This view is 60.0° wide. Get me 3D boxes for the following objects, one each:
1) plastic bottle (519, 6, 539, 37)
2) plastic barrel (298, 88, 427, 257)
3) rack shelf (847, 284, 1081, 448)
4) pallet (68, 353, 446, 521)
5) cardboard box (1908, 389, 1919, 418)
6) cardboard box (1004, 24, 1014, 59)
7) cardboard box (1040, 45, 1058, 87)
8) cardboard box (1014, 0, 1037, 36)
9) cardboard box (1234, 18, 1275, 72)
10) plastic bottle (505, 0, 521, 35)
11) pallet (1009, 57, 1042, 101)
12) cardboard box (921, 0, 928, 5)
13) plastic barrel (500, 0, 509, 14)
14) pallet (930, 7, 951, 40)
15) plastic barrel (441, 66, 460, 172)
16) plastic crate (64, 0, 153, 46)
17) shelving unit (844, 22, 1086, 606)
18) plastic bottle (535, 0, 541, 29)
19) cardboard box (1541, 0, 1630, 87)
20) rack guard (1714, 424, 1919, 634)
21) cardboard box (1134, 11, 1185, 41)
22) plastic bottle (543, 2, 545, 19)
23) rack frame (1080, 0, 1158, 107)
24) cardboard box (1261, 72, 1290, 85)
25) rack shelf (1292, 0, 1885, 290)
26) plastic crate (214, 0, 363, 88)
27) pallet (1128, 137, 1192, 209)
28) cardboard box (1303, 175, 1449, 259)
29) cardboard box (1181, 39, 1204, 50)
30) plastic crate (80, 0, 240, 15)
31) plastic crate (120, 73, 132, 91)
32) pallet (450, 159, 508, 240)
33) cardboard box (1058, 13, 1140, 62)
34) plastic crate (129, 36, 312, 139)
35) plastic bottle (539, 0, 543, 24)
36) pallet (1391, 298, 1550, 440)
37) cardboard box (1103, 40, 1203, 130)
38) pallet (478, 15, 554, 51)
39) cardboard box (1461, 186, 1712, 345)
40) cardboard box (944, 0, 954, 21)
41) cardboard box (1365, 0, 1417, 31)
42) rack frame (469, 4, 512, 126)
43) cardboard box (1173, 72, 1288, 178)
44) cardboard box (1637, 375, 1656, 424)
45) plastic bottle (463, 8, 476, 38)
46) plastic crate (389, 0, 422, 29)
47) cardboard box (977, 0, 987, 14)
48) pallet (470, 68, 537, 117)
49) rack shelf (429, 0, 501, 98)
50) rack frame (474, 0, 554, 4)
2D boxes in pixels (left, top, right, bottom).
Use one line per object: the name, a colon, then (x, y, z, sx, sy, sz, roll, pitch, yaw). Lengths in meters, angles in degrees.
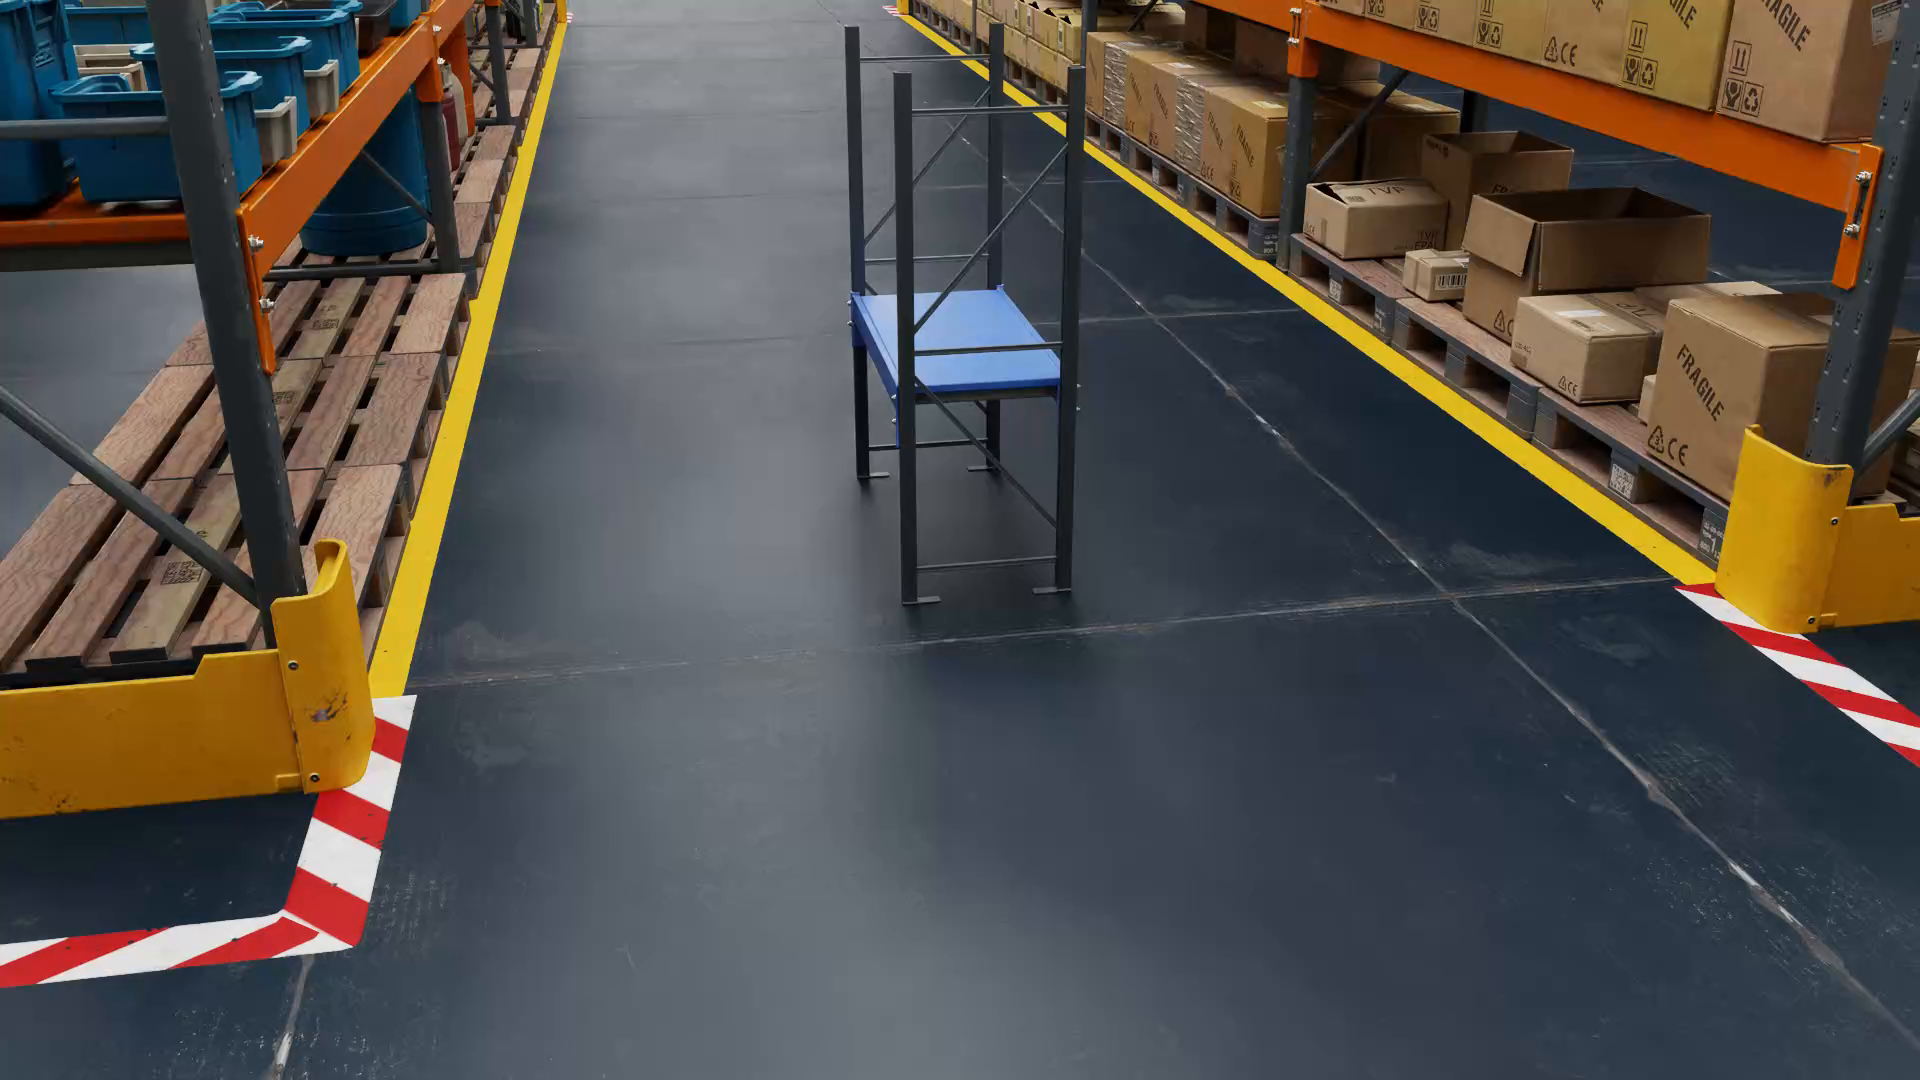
plastic bottle: (-3.968, -4.779, 15.298, 0.152, 0.276, 0.135, -3, 24, -8)
plastic barrel: (-2.858, -1.842, 7.817, 0.600, 0.901, 0.708, -4, 24, -10)
rack shelf: (-0.016, -0.556, 5.099, 0.538, 0.185, 1.000, -4, 24, -10)
pallet: (-2.371, -0.351, 5.790, 1.003, 0.211, 1.213, -4, 24, -10)
cardboard box: (3.048, -0.379, 5.361, 0.380, 0.166, 0.250, -4, 24, -10)
cardboard box: (0.638, -4.259, 14.164, 0.500, 0.250, 0.500, -5, 24, -11)
cardboard box: (0.919, -3.658, 12.789, 0.500, 0.250, 0.500, -5, 24, -10)
cardboard box: (0.732, -4.312, 13.585, 0.500, 0.311, 0.500, -4, 24, -8)
cardboard box: (1.966, -2.960, 9.916, 0.500, 0.250, 0.500, -5, 24, -11)
plastic bottle: (-4.136, -4.868, 15.408, 0.144, 0.351, 0.185, -4, 24, -10)
pallet: (1.019, -3.862, 13.829, 1.003, 0.211, 1.213, -4, 24, -10)
cardboard box: (-0.148, -5.990, 18.128, 0.500, 0.250, 0.500, -4, 24, -10)
plastic barrel: (-4.704, -5.718, 17.178, 0.421, 0.512, 0.421, 0, 24, 0)
pallet: (0.280, -5.427, 17.412, 1.003, 0.211, 1.213, -4, 24, -10)
plastic barrel: (-3.198, -2.421, 9.535, 0.600, 0.588, 0.708, -4, 24, -10)
plastic crate: (-2.666, -1.562, 5.214, 0.416, 0.233, 0.300, -4, 24, -10)
shelving unit: (-0.016, -0.721, 5.027, 0.538, 1.500, 1.048, -4, 24, -10)
plastic bottle: (-4.019, -4.990, 15.772, 0.061, 0.283, 0.133, -3, 24, -7)
cardboard box: (2.298, -1.790, 5.476, 0.500, 0.500, 0.500, -4, 24, -9)
rack guard: (2.820, -0.072, 4.791, 1.175, 0.500, 0.348, -4, 24, -10)
cardboard box: (1.547, -3.752, 12.302, 0.500, 0.311, 0.500, -4, 24, -8)
plastic bottle: (-4.183, -5.338, 16.569, 0.061, 0.283, 0.133, -4, 24, -8)
rack frame: (1.355, -4.335, 11.427, 1.000, 3.000, 0.127, -4, 24, -10)
cardboard box: (2.050, -2.432, 9.643, 0.500, 0.500, 0.500, -4, 24, -9)
rack shelf: (2.464, -1.645, 6.167, 1.077, 0.370, 4.000, -4, 24, -10)
plastic crate: (-2.055, -1.531, 5.142, 0.416, 0.233, 0.300, -4, 24, -10)
pallet: (1.678, -2.281, 10.210, 1.003, 0.211, 1.213, -4, 24, -10)
cardboard box: (1.960, -1.549, 7.860, 0.500, 0.311, 0.500, -4, 24, -10)
cardboard box: (1.759, -3.040, 11.036, 0.500, 0.500, 0.500, -3, 24, -8)
plastic crate: (-2.673, -1.755, 5.594, 0.437, 0.282, 0.530, -4, 24, -10)
plastic crate: (-2.402, -1.152, 4.394, 0.396, 0.136, 0.243, -4, 24, -10)
pallet: (-3.105, -1.906, 9.349, 1.003, 0.211, 1.213, -4, 24, -10)
cardboard box: (1.016, -3.712, 12.211, 0.500, 0.311, 0.500, -4, 24, -8)
plastic crate: (-1.878, -1.154, 4.278, 0.416, 0.233, 0.300, -4, 24, -10)
plastic bottle: (-4.143, -5.193, 16.153, 0.144, 0.351, 0.185, -3, 24, -8)
pallet: (2.450, -0.732, 6.663, 1.003, 0.211, 1.213, -4, 24, -10)
cardboard box: (1.261, -2.985, 10.910, 0.500, 0.500, 0.500, -5, 24, -12)
pallet: (-4.566, -5.013, 16.464, 1.003, 0.211, 1.213, -4, 24, -10)
cardboard box: (2.447, -1.080, 6.545, 0.797, 0.503, 0.637, -4, 24, -10)
cardboard box: (0.125, -5.399, 16.776, 0.500, 0.250, 0.500, -4, 24, -10)
cardboard box: (2.019, -2.385, 6.839, 0.500, 0.500, 0.500, -4, 24, -9)
rack frame: (-3.514, -3.969, 10.591, 1.000, 3.000, 0.127, -4, 24, -10)
cardboard box: (1.546, -2.382, 9.531, 0.500, 0.500, 0.500, -4, 24, -9)
cardboard box: (2.505, -0.453, 5.529, 0.380, 0.166, 0.250, -4, 24, -10)
plastic bottle: (-4.514, -4.773, 15.191, 0.144, 0.351, 0.185, -4, 24, -10)
plastic crate: (-2.353, -2.258, 6.617, 0.392, 0.384, 0.575, -4, 24, -10)
cardboard box: (0.447, -4.916, 14.969, 0.500, 0.311, 0.500, -4, 24, -10)
pallet: (-3.841, -3.478, 12.950, 1.003, 0.211, 1.213, -4, 24, -10)
rack shelf: (-3.144, -2.853, 8.934, 1.077, 0.370, 4.000, -4, 24, -10)
rack frame: (-4.993, -7.116, 17.796, 1.000, 3.000, 0.127, -4, 24, -10)
